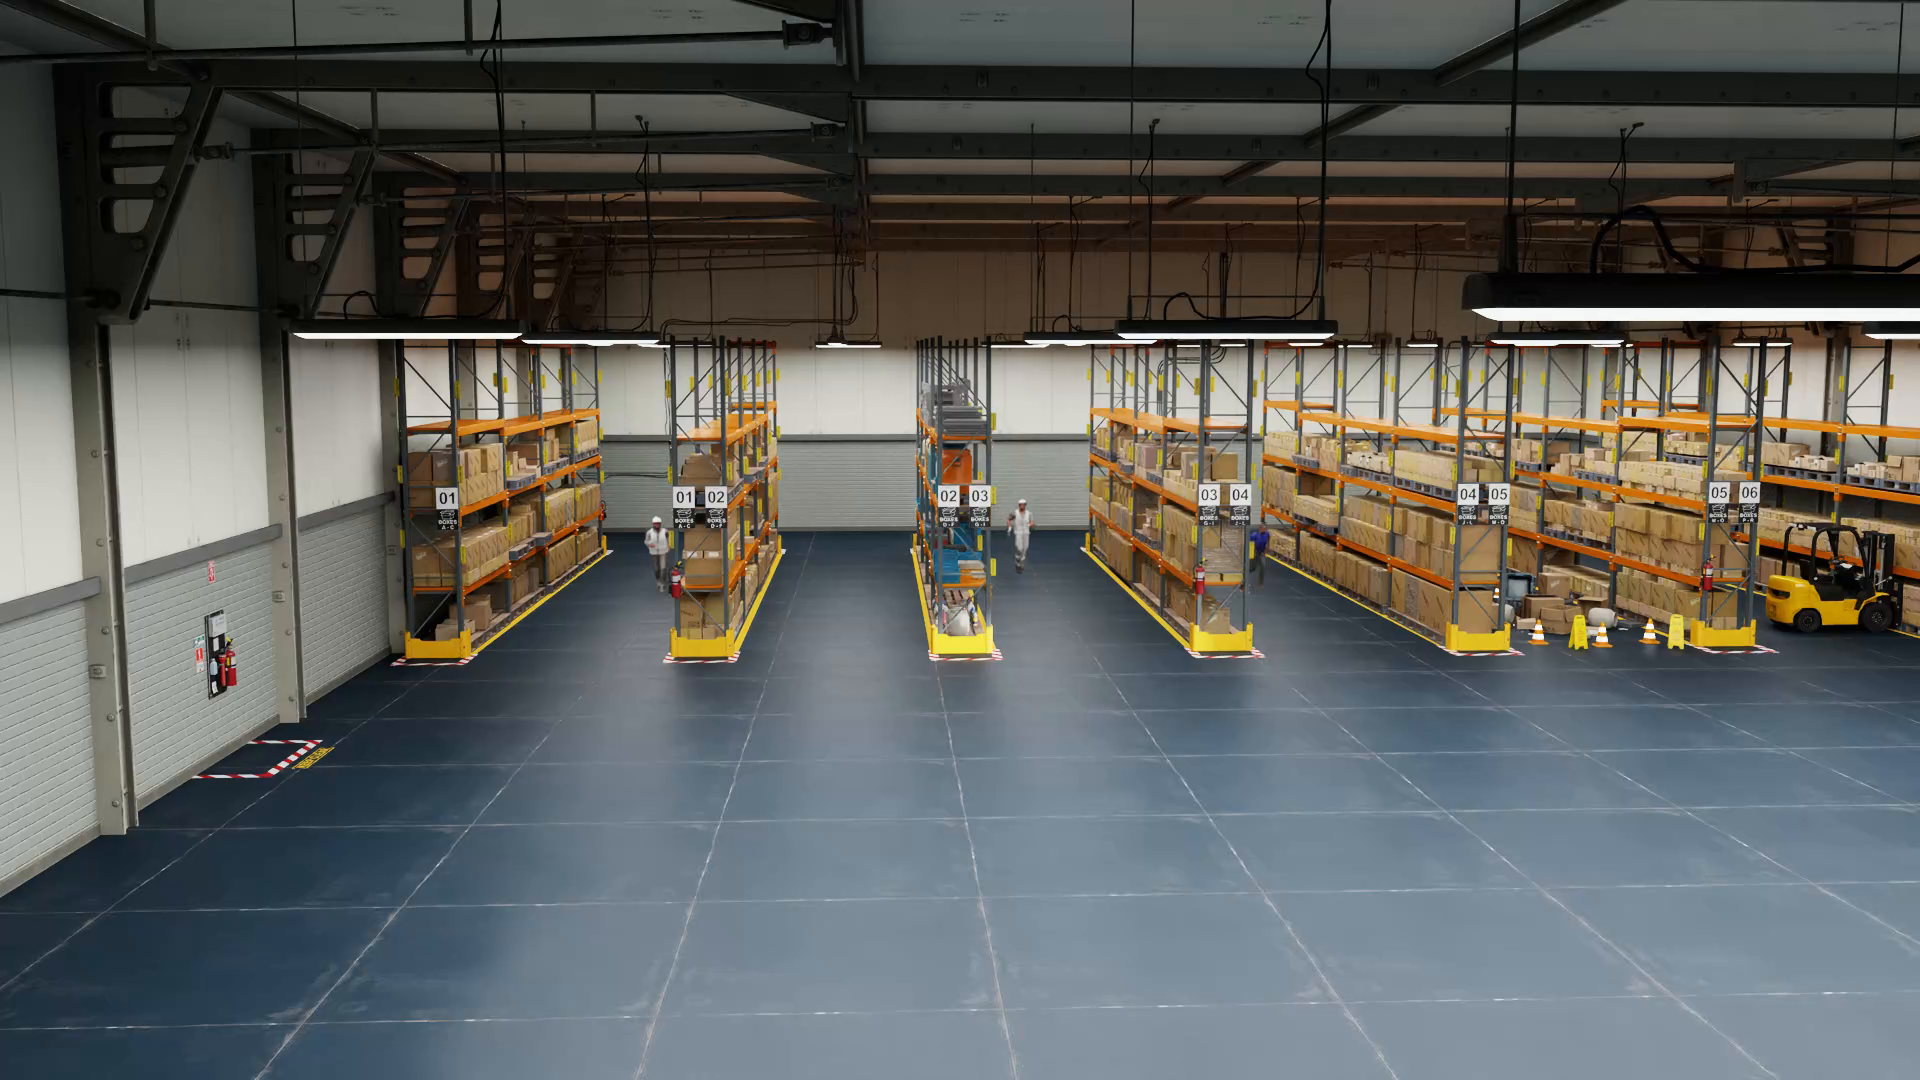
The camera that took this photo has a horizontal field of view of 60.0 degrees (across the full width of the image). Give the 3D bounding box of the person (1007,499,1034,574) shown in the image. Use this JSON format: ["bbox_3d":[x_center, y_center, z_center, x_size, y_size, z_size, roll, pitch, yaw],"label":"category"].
[{"bbox_3d":[1.524,-0.088,40.941,0.642,1.835,0.692,-2,7,-14],"label":"person"}]

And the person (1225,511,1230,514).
[{"bbox_3d":[7.588,-0.535,47.905,0.617,1.679,0.920,4,7,30],"label":"person"}]

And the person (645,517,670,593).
[{"bbox_3d":[-7.225,0.334,39.806,0.617,1.802,0.929,-1,7,-5],"label":"person"}]

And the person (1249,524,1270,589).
[{"bbox_3d":[7.218,0.366,40.483,0.602,1.615,0.960,-3,7,-22],"label":"person"}]
